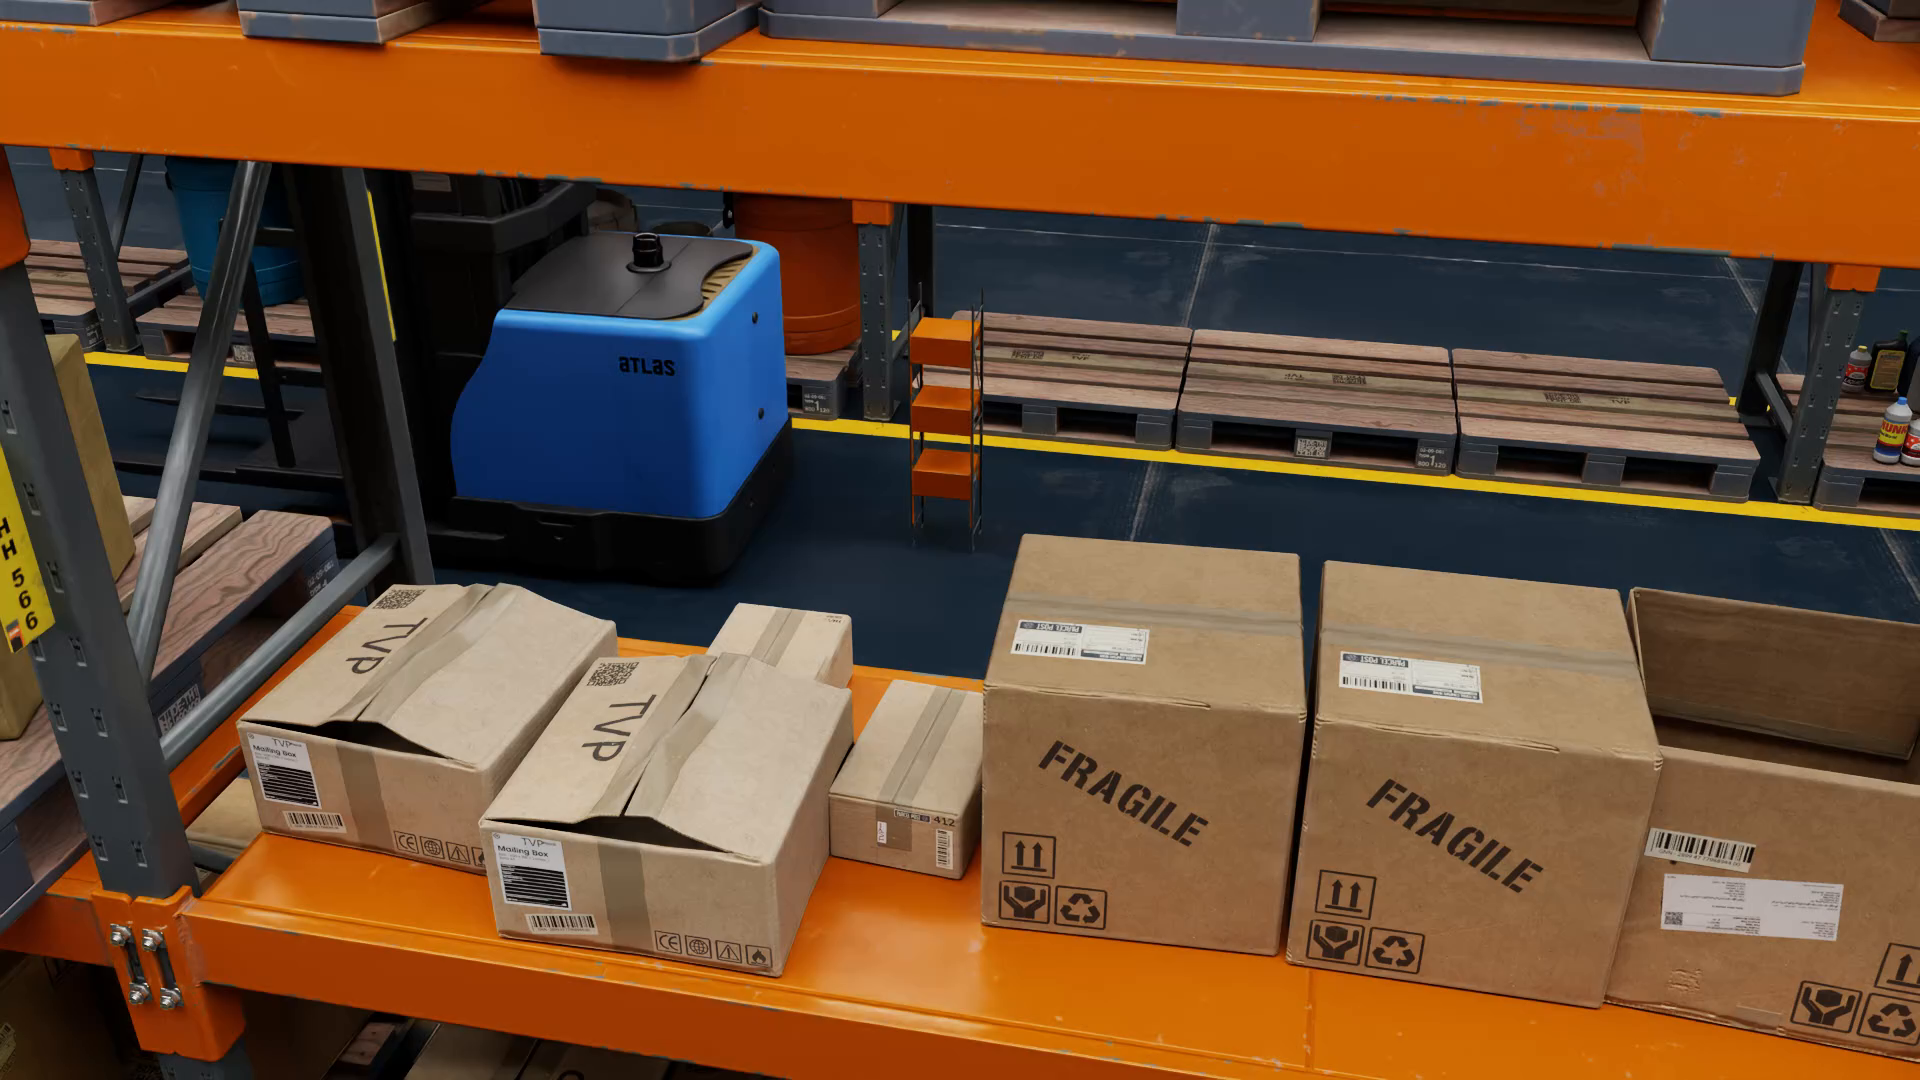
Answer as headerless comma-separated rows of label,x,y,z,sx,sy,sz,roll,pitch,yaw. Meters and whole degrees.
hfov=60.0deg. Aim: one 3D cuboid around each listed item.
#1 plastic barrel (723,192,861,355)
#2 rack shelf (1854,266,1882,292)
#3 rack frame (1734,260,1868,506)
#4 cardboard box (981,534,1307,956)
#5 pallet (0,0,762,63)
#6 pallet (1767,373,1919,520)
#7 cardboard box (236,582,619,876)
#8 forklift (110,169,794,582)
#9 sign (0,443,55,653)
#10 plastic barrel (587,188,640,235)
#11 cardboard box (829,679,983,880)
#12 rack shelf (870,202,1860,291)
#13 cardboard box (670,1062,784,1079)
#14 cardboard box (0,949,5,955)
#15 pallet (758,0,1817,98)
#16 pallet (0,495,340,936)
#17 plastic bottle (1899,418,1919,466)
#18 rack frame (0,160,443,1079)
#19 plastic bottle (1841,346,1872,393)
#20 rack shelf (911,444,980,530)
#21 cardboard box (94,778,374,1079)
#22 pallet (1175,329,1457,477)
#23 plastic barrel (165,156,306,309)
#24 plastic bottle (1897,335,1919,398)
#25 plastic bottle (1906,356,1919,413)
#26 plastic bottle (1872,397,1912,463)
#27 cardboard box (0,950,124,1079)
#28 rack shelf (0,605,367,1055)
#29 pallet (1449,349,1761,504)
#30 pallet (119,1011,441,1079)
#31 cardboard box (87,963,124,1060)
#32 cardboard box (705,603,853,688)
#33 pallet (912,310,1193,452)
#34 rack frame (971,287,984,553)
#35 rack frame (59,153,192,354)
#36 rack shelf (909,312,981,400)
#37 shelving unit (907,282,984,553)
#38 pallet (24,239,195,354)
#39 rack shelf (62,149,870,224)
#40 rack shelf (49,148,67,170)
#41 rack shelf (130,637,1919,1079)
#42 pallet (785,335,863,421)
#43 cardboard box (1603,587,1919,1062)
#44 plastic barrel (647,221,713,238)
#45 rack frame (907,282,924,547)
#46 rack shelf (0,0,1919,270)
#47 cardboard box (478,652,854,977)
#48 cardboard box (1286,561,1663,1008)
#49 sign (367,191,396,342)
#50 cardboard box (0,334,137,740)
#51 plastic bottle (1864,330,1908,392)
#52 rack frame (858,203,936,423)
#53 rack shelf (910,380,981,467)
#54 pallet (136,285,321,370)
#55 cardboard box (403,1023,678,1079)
plastic barrel,-0.768,-1.375,7.960,0.708,0.830,0.600,6,29,11
rack shelf,5.582,-1.184,6.538,4.000,0.370,1.077,6,29,11
rack frame,3.626,-1.700,6.732,0.127,3.000,1.000,6,29,11
cardboard box,0.321,0.341,2.899,0.500,0.500,0.500,4,29,8
pallet,-0.641,-0.982,2.494,1.003,0.211,1.213,7,30,13
pallet,4.274,-0.390,7.243,1.213,0.211,1.003,6,29,11
cardboard box,-0.977,0.321,3.134,0.500,0.311,0.500,8,30,14
forklift,-2.283,-1.466,6.376,3.031,2.935,1.130,5,29,10
sign,-1.428,0.007,2.490,0.005,0.325,0.100,6,29,11
plastic barrel,-1.872,-1.382,8.225,0.708,0.588,0.600,6,29,11
cardboard box,-0.065,0.436,3.091,0.250,0.149,0.380,8,30,14
rack shelf,1.670,-1.585,7.271,4.000,0.370,1.077,6,29,11
cardboard box,-0.357,1.240,3.204,0.500,0.311,0.500,5,29,9
cardboard box,-2.343,0.812,3.507,0.500,0.250,0.500,7,29,12
pallet,0.453,-0.872,2.291,1.213,0.211,1.003,7,30,13
pallet,-2.001,0.274,3.326,1.003,0.211,1.213,6,29,11
plastic bottle,3.946,-0.418,6.845,0.097,0.201,0.097,0,29,0
rack frame,-1.324,0.225,3.216,0.127,3.000,1.000,6,29,11
plastic bottle,4.046,-0.776,7.499,0.097,0.201,0.097,0,29,0
rack shelf,-0.052,-0.213,6.646,0.240,0.259,0.215,6,29,11
cardboard box,-1.709,0.948,4.039,0.500,0.500,0.500,7,29,13
pallet,1.653,-0.659,7.734,1.213,0.211,1.003,6,29,11
plastic barrel,-3.669,-1.704,8.486,0.708,0.901,0.600,6,29,11
plastic bottle,4.316,-0.802,7.392,0.185,0.351,0.144,5,29,9
plastic bottle,4.286,-0.734,7.268,0.185,0.351,0.144,6,29,11
plastic bottle,3.846,-0.459,6.847,0.097,0.271,0.097,0,29,0
cardboard box,-2.287,1.144,3.681,0.500,0.500,0.500,7,29,13
rack shelf,-3.280,0.340,3.755,4.000,0.370,1.077,6,29,11
pallet,2.850,-0.538,7.512,1.213,0.211,1.003,6,29,11
pallet,-2.046,1.355,4.055,1.213,0.211,1.003,6,29,11
cardboard box,-2.222,0.898,4.131,0.500,0.500,0.500,5,29,9
cardboard box,-0.386,0.295,3.349,0.250,0.149,0.380,6,29,11
pallet,0.464,-0.782,7.959,1.213,0.211,1.003,6,29,11
rack frame,0.067,-0.454,6.485,0.008,1.050,0.200,6,29,11
rack frame,-4.197,-2.502,8.197,0.127,3.000,1.000,6,29,11
rack shelf,-0.052,-0.706,6.377,0.240,0.259,0.215,6,29,11
shelving unit,-0.052,-0.466,6.508,0.252,1.050,0.215,6,29,11
pallet,-4.925,-1.335,8.968,1.213,0.211,1.003,6,29,11
rack shelf,-2.242,-1.986,8.004,4.000,0.370,1.077,6,29,11
rack shelf,-6.153,-2.387,8.736,4.000,0.370,1.077,6,29,11
rack shelf,0.632,0.741,3.023,4.000,0.370,1.077,6,29,11
pallet,-1.065,-0.938,8.243,1.213,0.211,1.003,6,29,11
cardboard box,1.325,0.444,2.711,0.500,0.500,0.500,8,30,14
plastic barrel,-1.338,-1.250,8.063,0.421,0.512,0.421,0,29,0
rack frame,-0.172,-0.478,6.530,0.008,1.050,0.200,6,29,11
rack shelf,0.632,-0.575,2.302,4.000,0.370,1.077,6,29,11
cardboard box,-0.489,0.444,2.908,0.500,0.311,0.500,6,29,10
cardboard box,0.835,0.394,2.803,0.500,0.500,0.500,6,29,11
sign,-1.211,-0.544,3.415,0.005,0.325,0.100,6,29,11
cardboard box,-1.963,-0.014,3.110,0.500,0.500,0.700,-4,29,-6
plastic bottle,4.166,-0.808,7.473,0.133,0.283,0.061,7,30,13
rack frame,-0.286,-2.101,7.465,0.127,3.000,1.000,6,29,11
rack shelf,-0.052,-0.457,6.513,0.240,0.259,0.215,6,29,11
pallet,-3.452,-1.182,8.690,1.213,0.211,1.003,6,29,11
cardboard box,-0.873,1.191,3.293,0.500,0.311,0.500,7,29,12
